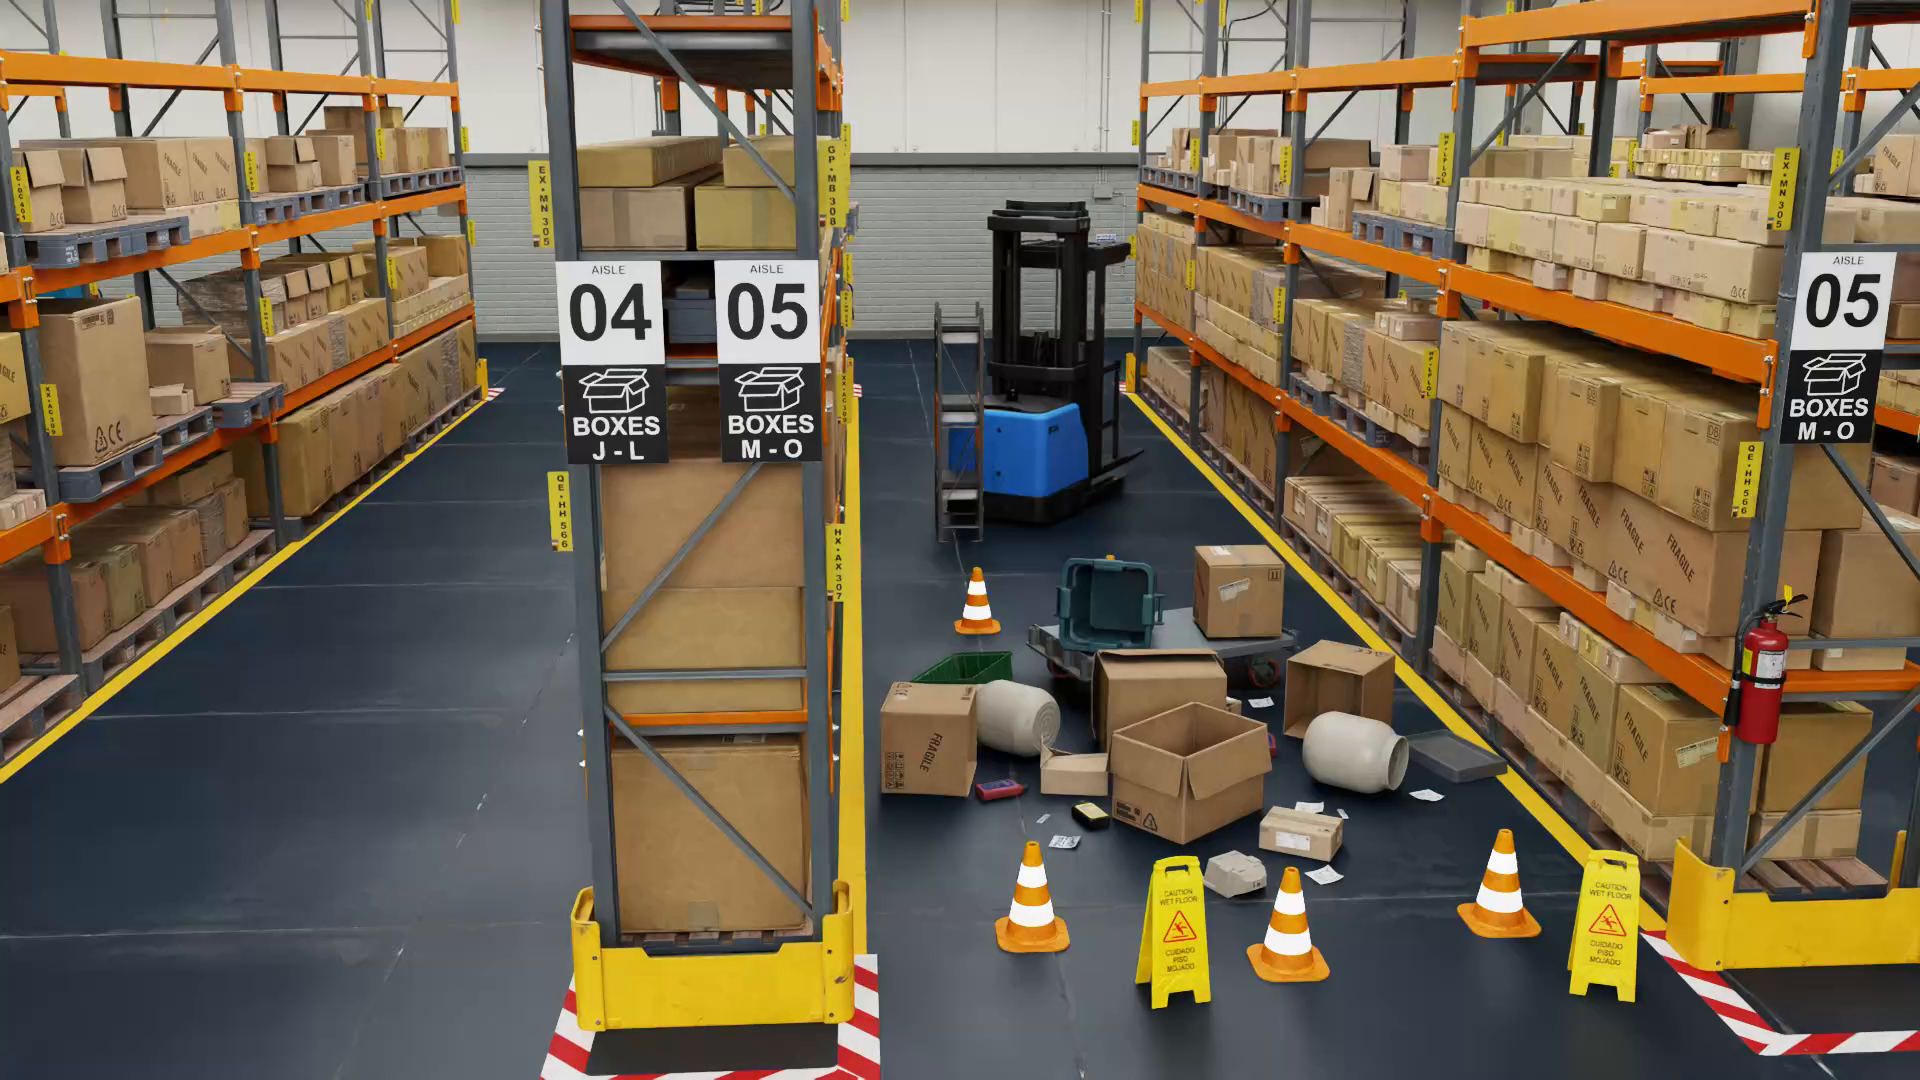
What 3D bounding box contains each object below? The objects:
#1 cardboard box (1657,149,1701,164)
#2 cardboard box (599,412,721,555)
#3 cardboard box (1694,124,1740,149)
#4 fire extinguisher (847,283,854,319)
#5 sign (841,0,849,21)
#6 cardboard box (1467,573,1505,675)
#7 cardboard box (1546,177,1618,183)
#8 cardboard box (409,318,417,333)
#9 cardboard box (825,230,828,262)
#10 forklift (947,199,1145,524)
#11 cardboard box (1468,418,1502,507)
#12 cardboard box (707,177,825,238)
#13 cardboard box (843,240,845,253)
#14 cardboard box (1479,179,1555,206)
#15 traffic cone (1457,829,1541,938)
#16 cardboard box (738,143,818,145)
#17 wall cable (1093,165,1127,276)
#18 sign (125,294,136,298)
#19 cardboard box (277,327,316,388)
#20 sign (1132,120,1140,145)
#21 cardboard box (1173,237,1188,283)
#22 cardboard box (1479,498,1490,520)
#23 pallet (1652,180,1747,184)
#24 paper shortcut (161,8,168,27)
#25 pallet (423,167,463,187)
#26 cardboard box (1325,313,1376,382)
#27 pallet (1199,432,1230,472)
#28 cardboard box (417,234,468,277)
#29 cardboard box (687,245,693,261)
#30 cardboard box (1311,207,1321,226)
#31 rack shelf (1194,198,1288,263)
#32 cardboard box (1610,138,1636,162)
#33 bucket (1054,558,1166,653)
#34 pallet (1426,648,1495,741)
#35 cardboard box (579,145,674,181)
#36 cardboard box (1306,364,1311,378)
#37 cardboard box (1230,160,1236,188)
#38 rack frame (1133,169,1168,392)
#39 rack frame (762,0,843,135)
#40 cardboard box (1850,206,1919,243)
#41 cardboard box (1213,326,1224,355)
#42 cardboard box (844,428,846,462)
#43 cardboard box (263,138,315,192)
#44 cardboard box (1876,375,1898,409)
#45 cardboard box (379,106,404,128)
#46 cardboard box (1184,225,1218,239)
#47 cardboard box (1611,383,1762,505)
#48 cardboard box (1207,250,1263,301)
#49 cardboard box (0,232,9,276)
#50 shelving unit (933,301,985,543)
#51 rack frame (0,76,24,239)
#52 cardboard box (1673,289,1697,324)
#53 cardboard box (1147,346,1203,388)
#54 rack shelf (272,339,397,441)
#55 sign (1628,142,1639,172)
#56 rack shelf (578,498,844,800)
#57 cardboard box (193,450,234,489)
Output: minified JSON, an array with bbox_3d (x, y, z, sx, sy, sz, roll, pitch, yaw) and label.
[{"bbox_3d":[7.741,-4.123,17.876,0.380,0.149,0.250,-1,14,-4],"label":"cardboard box"},{"bbox_3d":[-1.156,-0.267,7.575,0.875,0.550,0.550,-1,14,-3],"label":"cardboard box"},{"bbox_3d":[8.236,-4.394,18.095,0.396,0.266,0.258,-1,14,-3],"label":"cardboard box"},{"bbox_3d":[-1.592,-3.274,22.634,0.296,0.674,0.183,-1,14,-3],"label":"fire extinguisher"},{"bbox_3d":[-1.482,-6.860,21.437,0.100,0.325,0.005,-1,14,-3],"label":"sign"},{"bbox_3d":[3.453,0.510,10.196,0.500,0.500,0.500,0,14,-1],"label":"cardboard box"},{"bbox_3d":[3.878,-2.181,10.367,0.380,0.149,0.250,-1,14,-2],"label":"cardboard box"},{"bbox_3d":[-6.465,-2.464,19.086,0.380,0.149,0.250,0,14,-2],"label":"cardboard box"},{"bbox_3d":[-0.810,-1.367,7.761,0.380,0.149,0.250,-1,14,-3],"label":"cardboard box"},{"bbox_3d":[1.005,-1.892,16.499,1.130,2.935,3.031,7,16,27],"label":"forklift"},{"bbox_3d":[3.444,-0.493,10.127,0.500,0.500,0.500,-1,14,-4],"label":"cardboard box"},{"bbox_3d":[-0.852,-1.469,7.357,0.500,0.250,0.500,-1,14,-4],"label":"cardboard box"},{"bbox_3d":[-1.621,-3.474,19.706,0.500,0.500,0.500,-1,14,-3],"label":"cardboard box"},{"bbox_3d":[3.380,-2.109,10.087,0.380,0.149,0.250,0,14,-2],"label":"cardboard box"},{"bbox_3d":[2.575,1.597,7.890,0.336,0.463,0.334,-1,14,-3],"label":"traffic cone"},{"bbox_3d":[-0.794,-1.689,7.410,0.380,0.149,0.250,-1,14,-3],"label":"cardboard box"},{"bbox_3d":[2.525,-5.433,28.020,0.585,1.953,0.123,-1,14,-3],"label":"wall cable"},{"bbox_3d":[-7.052,-1.932,14.193,0.100,0.325,0.005,-1,14,-3],"label":"sign"},{"bbox_3d":[-6.291,-1.683,15.346,0.500,0.500,0.500,-1,14,-5],"label":"cardboard box"},{"bbox_3d":[2.343,-5.431,22.181,0.100,0.325,0.005,-1,14,-3],"label":"sign"},{"bbox_3d":[2.817,-3.301,19.628,0.500,0.500,0.500,-1,14,-4],"label":"cardboard box"},{"bbox_3d":[3.455,-0.207,10.314,0.380,0.149,0.250,-1,14,-4],"label":"cardboard box"},{"bbox_3d":[8.070,-3.805,18.152,1.213,0.211,1.003,-1,14,-3],"label":"pallet"},{"bbox_3d":[-7.104,-4.674,14.854,0.009,0.170,0.078,9,-17,-6],"label":"paper shortcut"},{"bbox_3d":[-6.937,-4.596,21.028,1.003,0.211,1.213,-1,14,-3],"label":"pallet"},{"bbox_3d":[3.269,-1.553,13.402,0.500,0.500,0.500,-1,14,-2],"label":"cardboard box"},{"bbox_3d":[3.268,-0.988,18.441,1.003,0.211,1.213,-1,14,-3],"label":"pallet"},{"bbox_3d":[-6.701,-3.688,21.540,0.500,0.500,0.500,-1,14,-3],"label":"cardboard box"},{"bbox_3d":[-1.483,-1.419,7.963,0.380,0.149,0.250,-1,14,-3],"label":"cardboard box"},{"bbox_3d":[3.243,-2.784,14.311,0.380,0.149,0.250,-1,14,-3],"label":"cardboard box"},{"bbox_3d":[3.269,-3.136,16.618,1.077,0.370,4.000,-1,14,-3],"label":"rack shelf"},{"bbox_3d":[7.828,-4.494,19.155,0.500,0.250,0.500,-1,14,-3],"label":"cardboard box"},{"bbox_3d":[1.016,0.410,10.933,0.726,0.611,0.620,4,5,16],"label":"bucket"},{"bbox_3d":[3.718,0.978,10.803,1.003,0.211,1.213,-1,14,-3],"label":"pallet"},{"bbox_3d":[-1.435,-1.616,7.129,0.380,0.149,0.250,-1,14,-3],"label":"cardboard box"},{"bbox_3d":[3.212,-1.461,14.347,0.380,0.149,0.250,-2,15,-7],"label":"cardboard box"},{"bbox_3d":[2.909,-3.660,16.639,0.396,0.266,0.258,0,14,1],"label":"cardboard box"},{"bbox_3d":[2.897,-3.524,22.701,1.000,3.000,0.127,-1,14,-3],"label":"rack frame"},{"bbox_3d":[-2.037,-6.327,21.559,1.000,3.000,0.127,-1,14,-3],"label":"rack frame"},{"bbox_3d":[4.070,-1.353,7.150,0.380,0.149,0.250,-1,14,-4],"label":"cardboard box"},{"bbox_3d":[2.958,-2.086,17.416,0.500,0.250,0.500,-1,14,-4],"label":"cardboard box"},{"bbox_3d":[-1.460,-1.112,17.503,0.500,0.500,0.500,-1,14,-5],"label":"cardboard box"},{"bbox_3d":[-6.646,-3.595,15.908,0.797,0.503,0.637,-1,14,-4],"label":"cardboard box"},{"bbox_3d":[8.157,-1.300,14.359,0.500,0.250,0.500,-1,14,-5],"label":"cardboard box"},{"bbox_3d":[-6.878,-4.984,19.609,0.500,0.250,0.500,-1,14,-5],"label":"cardboard box"},{"bbox_3d":[2.861,-3.639,19.642,0.380,0.149,0.250,-1,14,-4],"label":"cardboard box"},{"bbox_3d":[3.615,-0.471,8.032,0.700,0.500,0.500,-1,14,-3],"label":"cardboard box"},{"bbox_3d":[2.945,-2.821,17.765,0.500,0.500,0.500,-1,14,-4],"label":"cardboard box"},{"bbox_3d":[-5.961,-1.657,9.728,0.500,0.250,0.500,0,14,-1],"label":"cardboard box"},{"bbox_3d":[-0.010,-1.058,14.925,0.431,2.100,0.503,-1,14,-3],"label":"shelving unit"},{"bbox_3d":[-6.250,-3.292,9.760,1.000,3.000,0.127,-1,14,-3],"label":"rack frame"},{"bbox_3d":[3.557,-1.088,7.719,0.380,0.149,0.250,0,14,-2],"label":"cardboard box"},{"bbox_3d":[3.038,-2.324,22.336,0.875,0.438,0.875,-1,14,-5],"label":"cardboard box"},{"bbox_3d":[-6.622,-1.530,16.397,1.077,0.370,4.000,-1,14,-3],"label":"rack shelf"},{"bbox_3d":[7.558,-4.299,18.658,0.100,0.325,0.005,-1,14,-3],"label":"sign"},{"bbox_3d":[-1.169,0.408,8.864,1.077,0.370,4.000,-1,14,-3],"label":"rack shelf"},{"bbox_3d":[-6.426,-0.580,13.891,0.500,0.250,0.500,0,14,-1],"label":"cardboard box"}]
